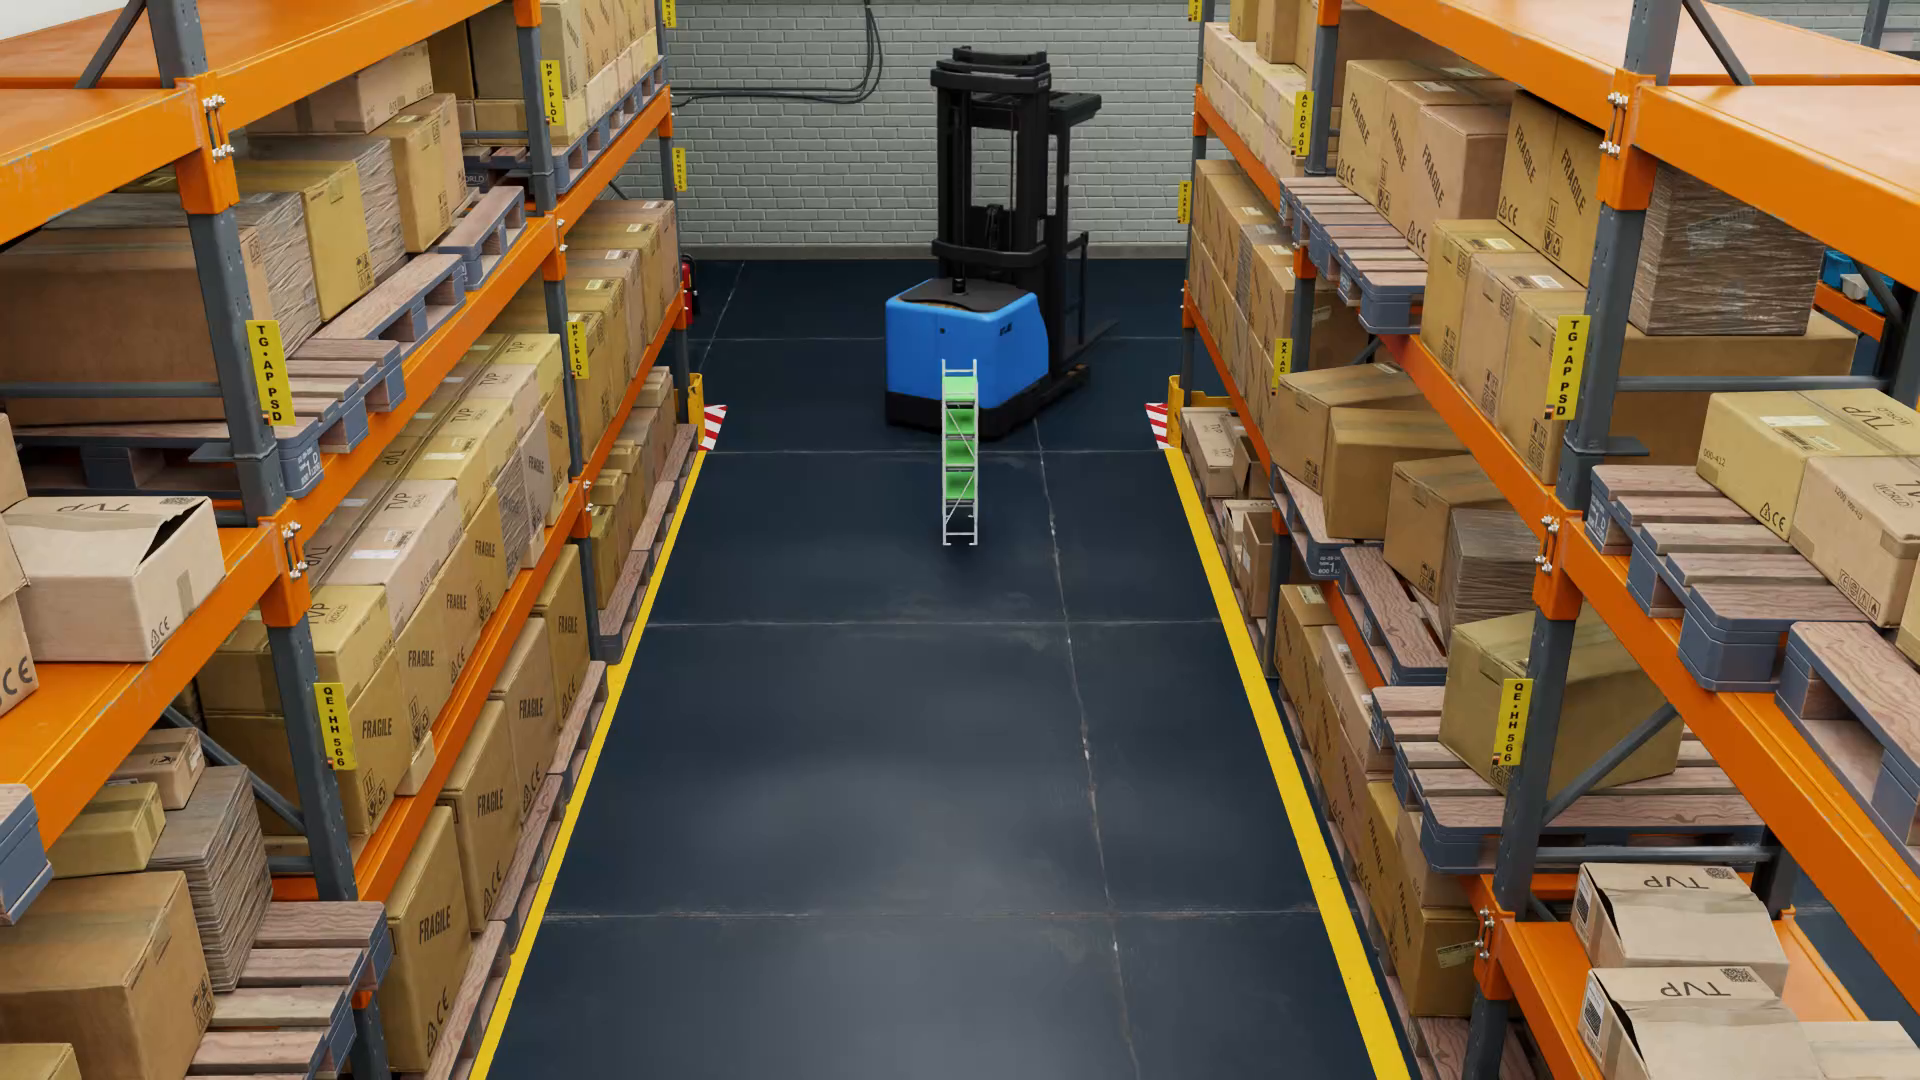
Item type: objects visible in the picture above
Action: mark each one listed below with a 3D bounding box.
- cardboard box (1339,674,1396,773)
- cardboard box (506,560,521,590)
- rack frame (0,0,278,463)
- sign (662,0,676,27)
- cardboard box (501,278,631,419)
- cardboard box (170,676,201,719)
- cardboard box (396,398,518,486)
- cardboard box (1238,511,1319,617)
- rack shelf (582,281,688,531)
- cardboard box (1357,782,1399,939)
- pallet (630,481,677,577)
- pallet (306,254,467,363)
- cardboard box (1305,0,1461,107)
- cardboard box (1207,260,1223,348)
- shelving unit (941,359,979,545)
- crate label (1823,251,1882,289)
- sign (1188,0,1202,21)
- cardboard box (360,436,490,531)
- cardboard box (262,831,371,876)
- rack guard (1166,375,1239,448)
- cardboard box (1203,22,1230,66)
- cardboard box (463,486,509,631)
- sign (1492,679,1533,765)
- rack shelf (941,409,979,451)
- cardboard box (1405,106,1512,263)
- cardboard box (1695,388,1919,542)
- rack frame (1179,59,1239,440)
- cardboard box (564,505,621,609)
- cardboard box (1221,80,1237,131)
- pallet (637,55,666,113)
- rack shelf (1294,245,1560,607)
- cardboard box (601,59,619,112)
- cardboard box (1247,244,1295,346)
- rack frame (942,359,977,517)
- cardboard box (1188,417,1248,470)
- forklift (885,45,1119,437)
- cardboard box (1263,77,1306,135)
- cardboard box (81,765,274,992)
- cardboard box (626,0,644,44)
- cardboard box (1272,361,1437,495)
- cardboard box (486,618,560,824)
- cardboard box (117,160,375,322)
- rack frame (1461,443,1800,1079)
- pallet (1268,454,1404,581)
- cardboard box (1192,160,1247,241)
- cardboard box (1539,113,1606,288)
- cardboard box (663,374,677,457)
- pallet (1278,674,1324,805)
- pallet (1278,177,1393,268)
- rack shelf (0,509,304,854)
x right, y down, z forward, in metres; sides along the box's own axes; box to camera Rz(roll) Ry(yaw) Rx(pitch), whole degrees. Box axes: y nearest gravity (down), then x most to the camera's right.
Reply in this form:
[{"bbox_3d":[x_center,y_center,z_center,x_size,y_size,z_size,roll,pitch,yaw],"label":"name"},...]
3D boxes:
[{"bbox_3d":[2.098,0.854,7.811,0.500,0.250,0.500,-1,24,-2],"label":"cardboard box"},{"bbox_3d":[-2.365,0.126,8.113,0.380,0.149,0.250,0,24,-1],"label":"cardboard box"},{"bbox_3d":[-2.590,-1.623,4.419,1.000,3.000,0.127,0,24,-1],"label":"rack frame"},{"bbox_3d":[-2.135,-3.917,12.153,0.100,0.325,0.005,0,24,-1],"label":"sign"},{"bbox_3d":[-2.626,-1.199,10.398,0.980,0.700,0.700,-1,24,-2],"label":"cardboard box"},{"bbox_3d":[-2.855,0.392,5.826,0.500,0.250,0.500,0,24,1],"label":"cardboard box"},{"bbox_3d":[-2.372,-0.458,7.706,0.500,0.250,0.500,0,24,0],"label":"cardboard box"},{"bbox_3d":[2.029,0.143,10.293,0.500,0.500,0.500,0,24,-1],"label":"cardboard box"},{"bbox_3d":[-2.656,-1.035,11.270,1.077,0.370,4.000,0,24,-1],"label":"rack shelf"},{"bbox_3d":[2.113,1.427,7.454,0.500,0.500,0.500,-1,24,-2],"label":"cardboard box"},{"bbox_3d":[-2.580,-0.085,11.682,1.003,0.211,1.213,0,24,-1],"label":"pallet"},{"bbox_3d":[-2.666,-0.896,6.681,1.003,0.211,1.213,1,24,2],"label":"pallet"},{"bbox_3d":[2.276,-2.630,8.950,0.700,0.500,0.500,0,24,-1],"label":"cardboard box"},{"bbox_3d":[2.030,-1.652,11.642,0.500,0.500,0.500,0,24,-1],"label":"cardboard box"},{"bbox_3d":[-0.002,-0.615,11.654,0.258,1.200,0.503,0,24,-1],"label":"shelving unit"},{"bbox_3d":[6.902,-2.079,12.837,0.416,0.233,0.303,0,24,-1],"label":"crate label"},{"bbox_3d":[1.733,-3.973,12.193,0.100,0.325,0.005,0,24,-1],"label":"sign"},{"bbox_3d":[-2.365,-0.248,7.241,0.500,0.250,0.500,-1,24,-2],"label":"cardboard box"},{"bbox_3d":[-2.362,1.079,6.005,0.380,0.149,0.250,-1,24,-1],"label":"cardboard box"},{"bbox_3d":[2.277,-1.040,13.443,1.175,0.500,0.348,0,24,-1],"label":"rack guard"},{"bbox_3d":[2.021,-3.524,11.836,0.500,0.250,0.500,0,24,-1],"label":"cardboard box"},{"bbox_3d":[-2.354,0.084,7.418,0.500,0.500,0.500,0,24,1],"label":"cardboard box"},{"bbox_3d":[1.820,0.601,5.472,0.100,0.325,0.005,0,24,-1],"label":"sign"},{"bbox_3d":[-0.002,-0.775,11.581,0.258,0.148,0.480,0,24,-1],"label":"rack shelf"},{"bbox_3d":[2.268,-1.454,6.932,0.600,0.600,0.600,-1,24,-3],"label":"cardboard box"},{"bbox_3d":[2.424,-0.217,4.622,0.500,0.250,0.500,-2,24,-4],"label":"cardboard box"},{"bbox_3d":[2.276,-2.210,12.997,1.000,3.000,0.127,0,24,-1],"label":"rack frame"},{"bbox_3d":[-2.540,0.101,10.411,0.700,0.500,0.500,0,24,0],"label":"cardboard box"},{"bbox_3d":[2.027,-2.884,11.028,0.500,0.250,0.500,0,24,-1],"label":"cardboard box"},{"bbox_3d":[-2.659,-3.207,11.669,1.003,0.211,1.213,0,24,-1],"label":"pallet"},{"bbox_3d":[2.341,-0.777,7.061,1.077,0.370,4.000,0,24,-1],"label":"rack shelf"},{"bbox_3d":[-2.382,-2.781,10.169,0.500,0.250,0.500,-1,24,-2],"label":"cardboard box"},{"bbox_3d":[2.047,-1.481,10.051,0.500,0.500,0.500,-1,24,-2],"label":"cardboard box"},{"bbox_3d":[-0.004,-0.715,11.876,0.240,1.200,0.015,0,24,-1],"label":"rack frame"},{"bbox_3d":[2.003,-0.727,12.519,0.500,0.250,0.500,0,24,-1],"label":"cardboard box"},{"bbox_3d":[0.511,-2.739,14.248,1.130,2.935,3.031,12,27,25],"label":"forklift"},{"bbox_3d":[2.040,-2.493,9.558,0.500,0.250,0.500,0,24,-1],"label":"cardboard box"},{"bbox_3d":[-2.575,1.058,5.116,0.700,0.500,0.500,-3,25,-7],"label":"cardboard box"},{"bbox_3d":[-2.402,-3.557,10.975,0.500,0.500,0.500,0,24,1],"label":"cardboard box"},{"bbox_3d":[2.101,-0.603,8.812,0.700,0.500,0.500,-9,26,-18],"label":"cardboard box"},{"bbox_3d":[-2.484,0.883,8.256,0.750,0.750,0.750,0,24,1],"label":"cardboard box"},{"bbox_3d":[-2.704,-1.148,6.354,0.700,0.500,0.500,1,24,2],"label":"cardboard box"},{"bbox_3d":[2.363,1.086,5.708,1.000,3.000,0.127,0,24,-1],"label":"rack frame"},{"bbox_3d":[2.219,-0.145,8.663,1.003,0.211,1.213,0,24,-1],"label":"pallet"},{"bbox_3d":[2.017,-2.527,12.363,0.500,0.500,0.500,0,24,1],"label":"cardboard box"},{"bbox_3d":[2.359,-1.172,5.726,0.500,0.500,0.500,0,24,-1],"label":"cardboard box"},{"bbox_3d":[-2.570,-0.951,12.736,0.700,0.500,0.500,0,24,-1],"label":"cardboard box"},{"bbox_3d":[2.366,1.044,9.187,1.003,0.211,1.213,0,24,-1],"label":"pallet"},{"bbox_3d":[2.256,-1.574,8.178,1.213,0.211,1.003,0,24,-1],"label":"pallet"},{"bbox_3d":[-2.569,0.895,3.364,1.077,0.370,4.000,0,24,-1],"label":"rack shelf"}]
